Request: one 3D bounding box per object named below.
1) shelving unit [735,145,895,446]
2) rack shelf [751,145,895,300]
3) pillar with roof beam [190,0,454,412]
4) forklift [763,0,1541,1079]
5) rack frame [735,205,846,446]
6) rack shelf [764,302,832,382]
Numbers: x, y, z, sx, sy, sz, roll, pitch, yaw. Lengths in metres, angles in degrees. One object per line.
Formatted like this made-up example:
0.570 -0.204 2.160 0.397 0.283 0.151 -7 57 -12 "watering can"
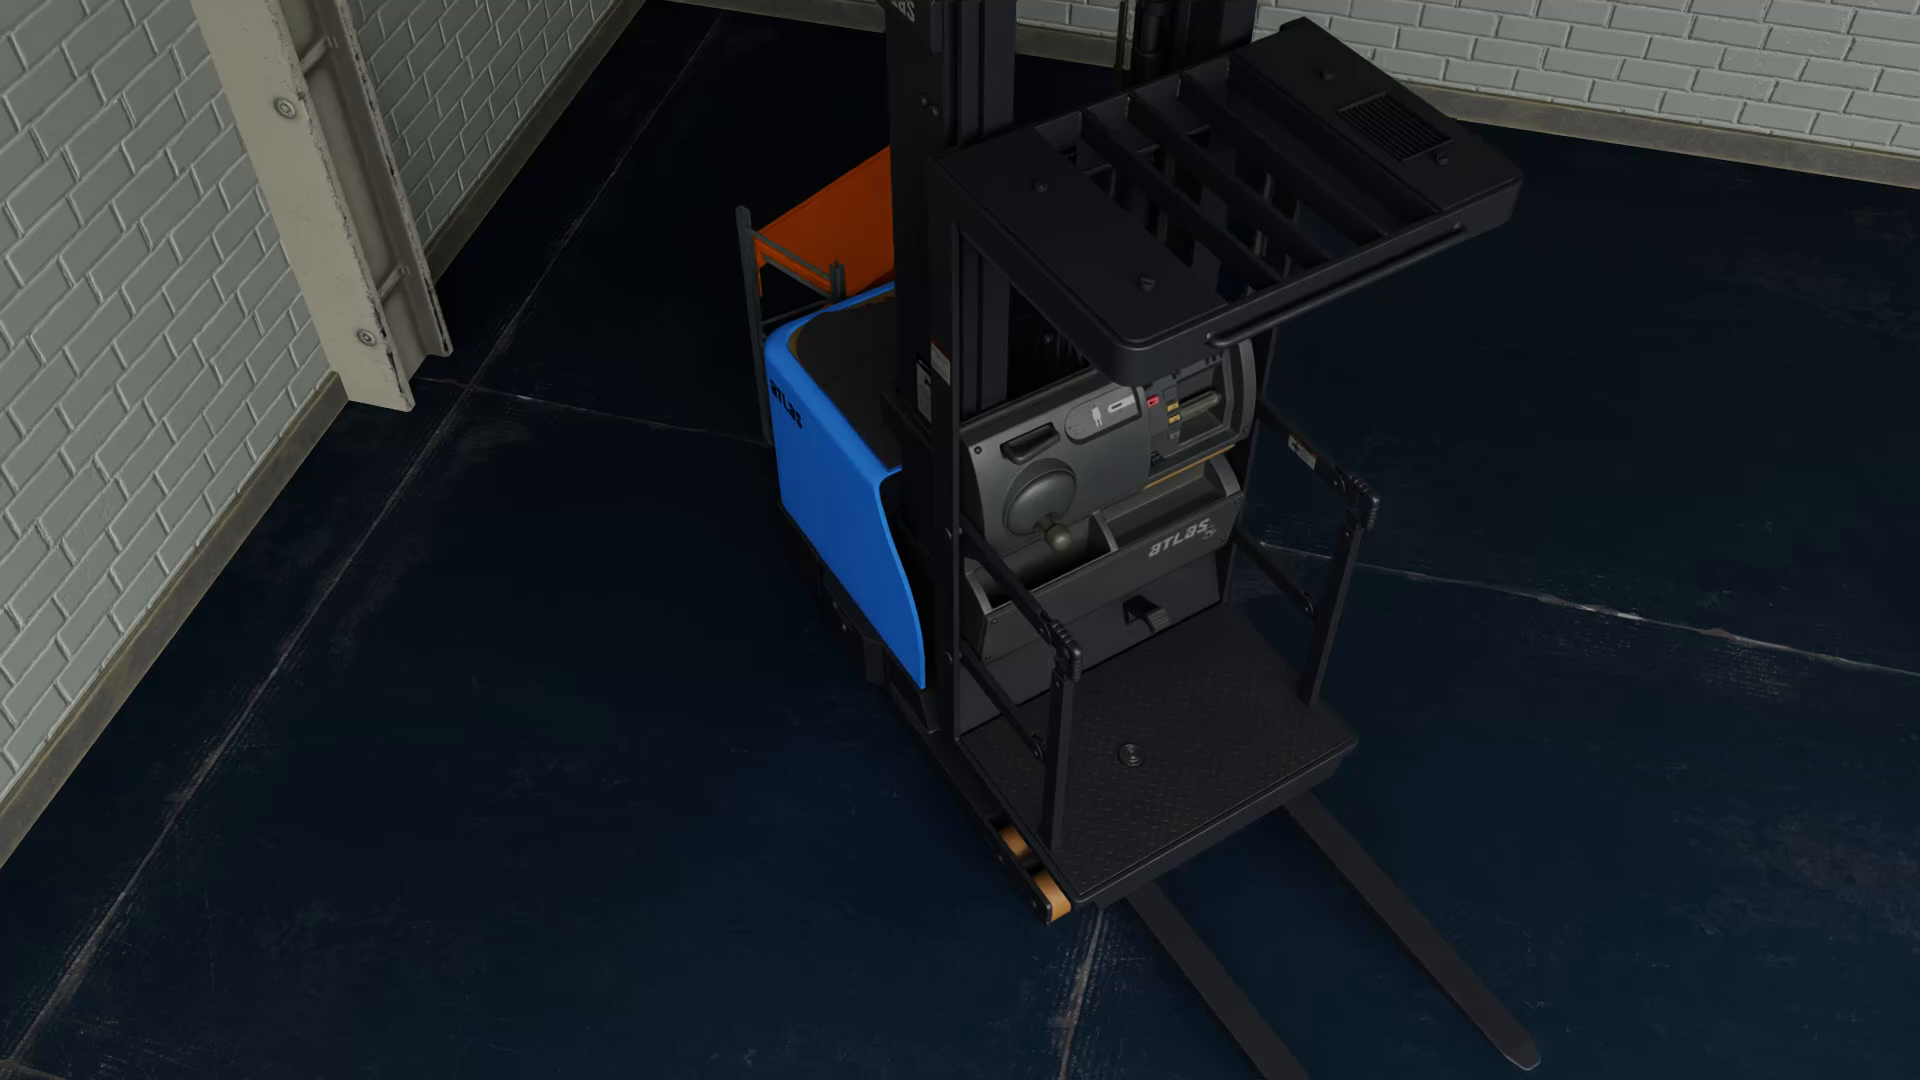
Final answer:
-0.247 -0.947 6.336 0.538 1.125 1.048 33 56 26 "shelving unit"
-0.247 -1.141 6.116 0.538 0.278 1.000 33 56 26 "rack shelf"
1.837 -2.818 2.735 9.100 9.000 0.400 12 50 10 "pillar with roof beam"
0.548 -0.191 4.464 1.130 2.935 3.031 -25 53 -21 "forklift"
-0.583 -0.661 6.083 0.500 1.125 0.032 33 56 26 "rack frame"
-0.247 -0.785 6.519 0.538 0.278 1.000 33 56 26 "rack shelf"
